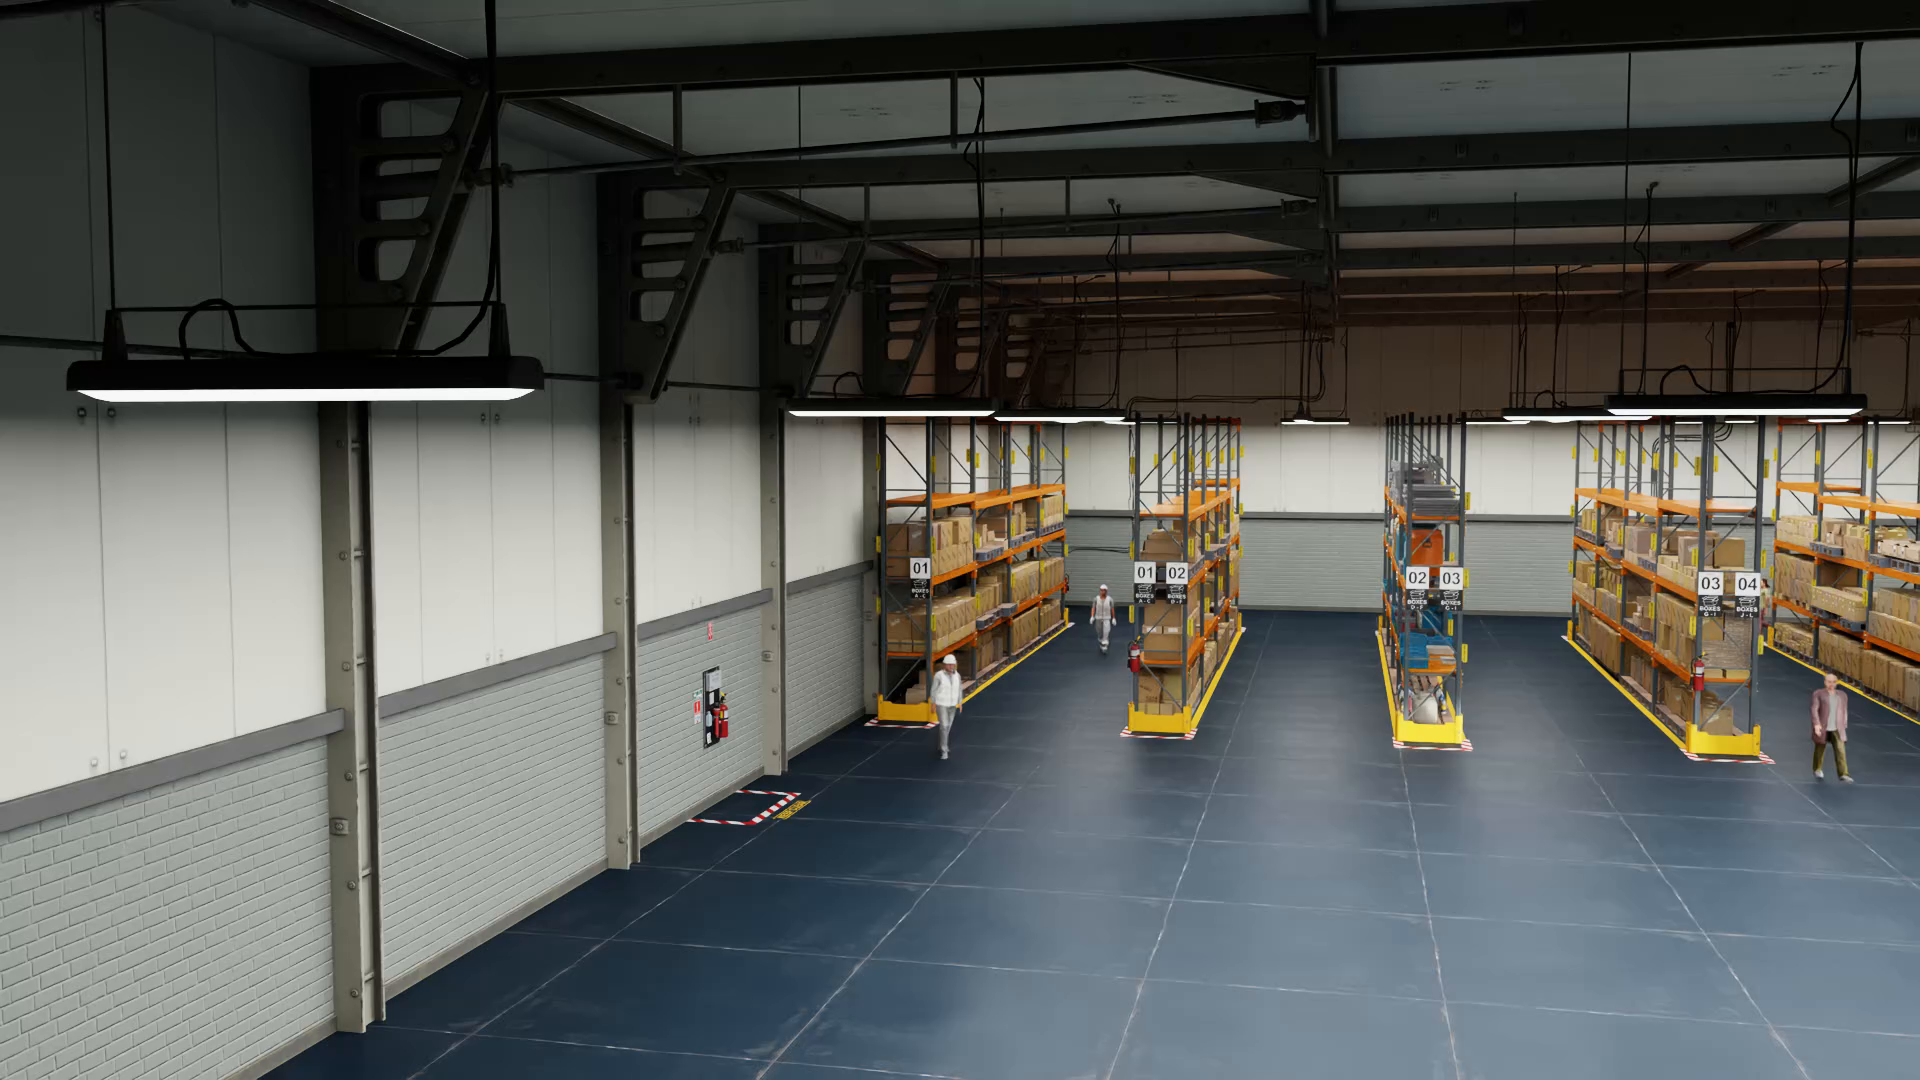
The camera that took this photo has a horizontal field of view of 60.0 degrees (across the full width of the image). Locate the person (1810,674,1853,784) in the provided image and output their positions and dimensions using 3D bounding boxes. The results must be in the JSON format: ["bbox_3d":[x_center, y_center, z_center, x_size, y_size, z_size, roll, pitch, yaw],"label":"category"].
[{"bbox_3d":[13.996,3.029,26.723,0.598,1.727,1.114,1,4,16],"label":"person"}]

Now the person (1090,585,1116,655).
[{"bbox_3d":[3.612,2.002,42.012,0.634,1.730,1.089,1,4,10],"label":"person"}]

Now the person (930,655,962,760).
[{"bbox_3d":[-0.235,2.902,29.031,0.559,1.822,0.713,-3,5,-34],"label":"person"}]

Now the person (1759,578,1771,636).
[{"bbox_3d":[21.655,1.850,44.780,0.663,1.654,0.457,1,4,12],"label":"person"}]
